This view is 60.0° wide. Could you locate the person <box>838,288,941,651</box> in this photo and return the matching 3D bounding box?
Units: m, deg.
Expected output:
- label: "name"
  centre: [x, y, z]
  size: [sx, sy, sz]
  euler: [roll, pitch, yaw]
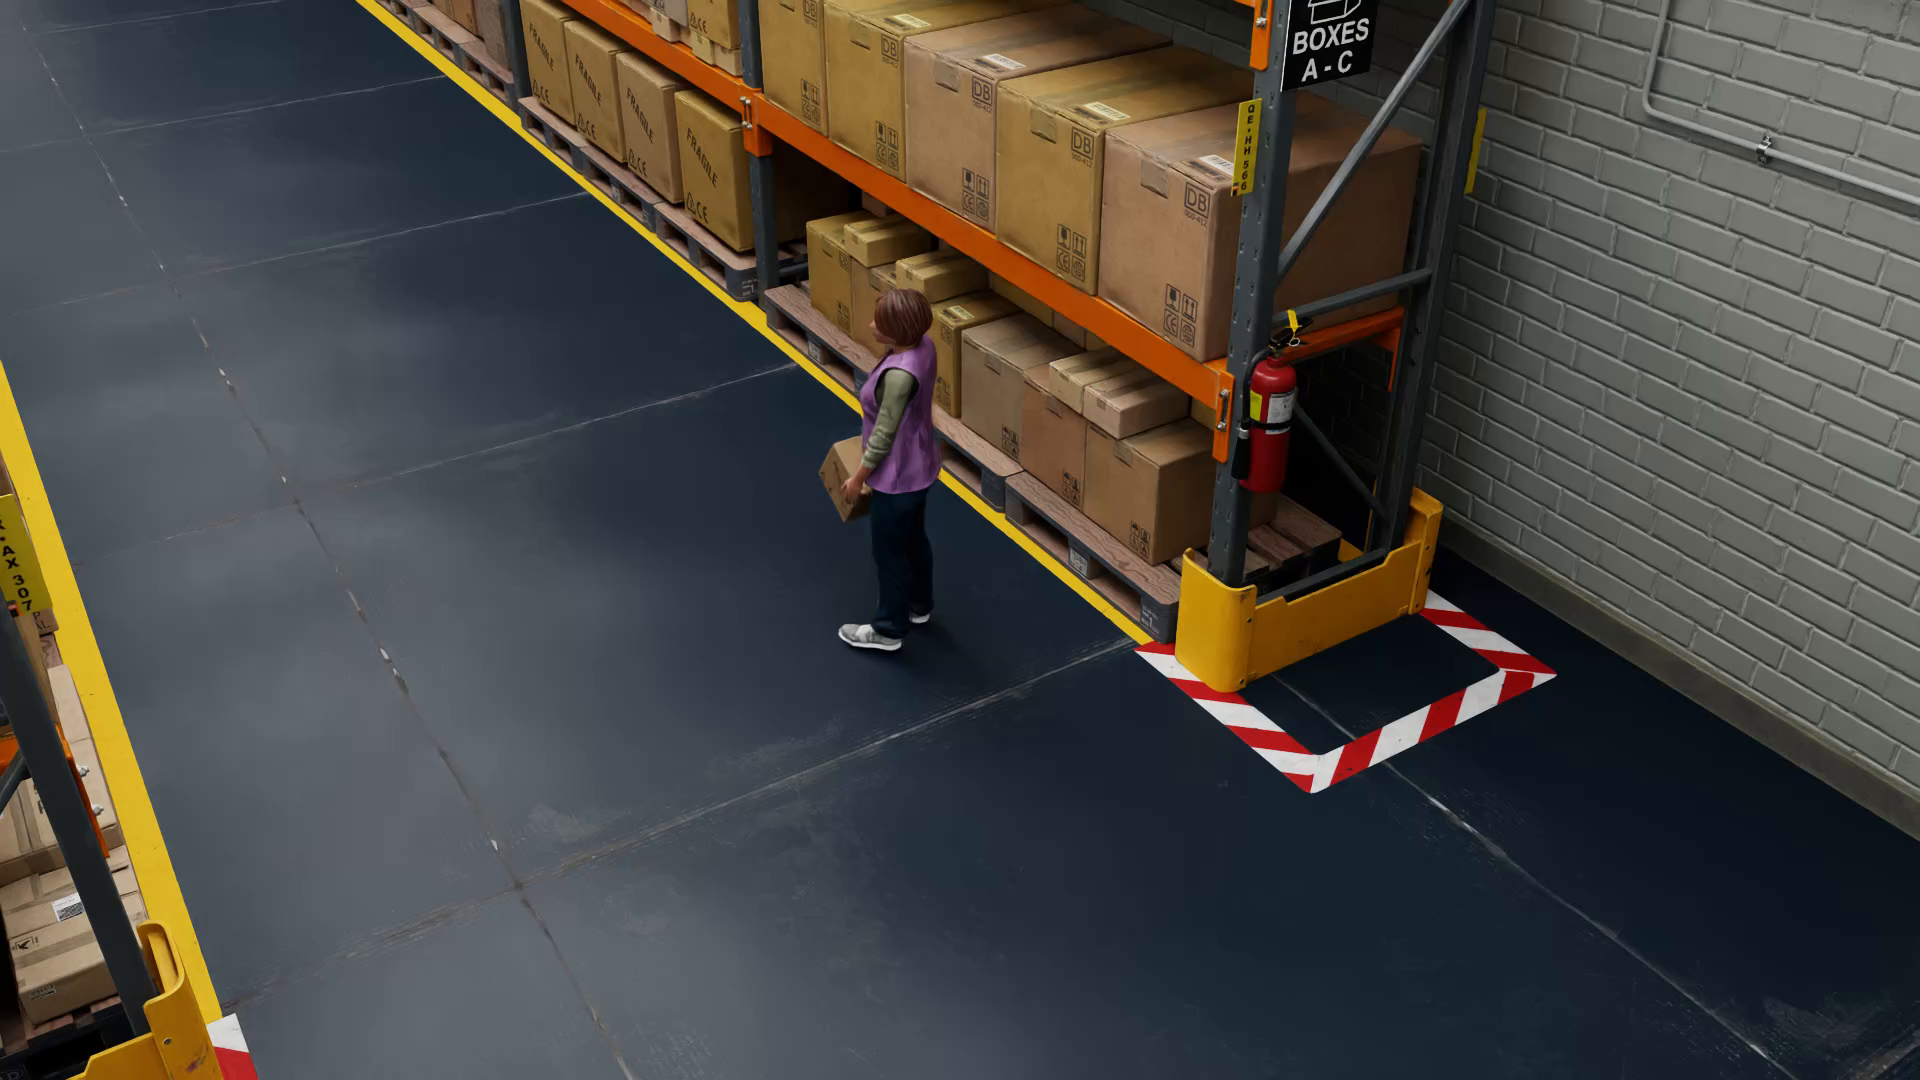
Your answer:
- label: "person"
  centre: [-0.280, -0.271, 6.541]
  size: [0.423, 1.600, 0.486]
  euler: [7, 34, 10]
